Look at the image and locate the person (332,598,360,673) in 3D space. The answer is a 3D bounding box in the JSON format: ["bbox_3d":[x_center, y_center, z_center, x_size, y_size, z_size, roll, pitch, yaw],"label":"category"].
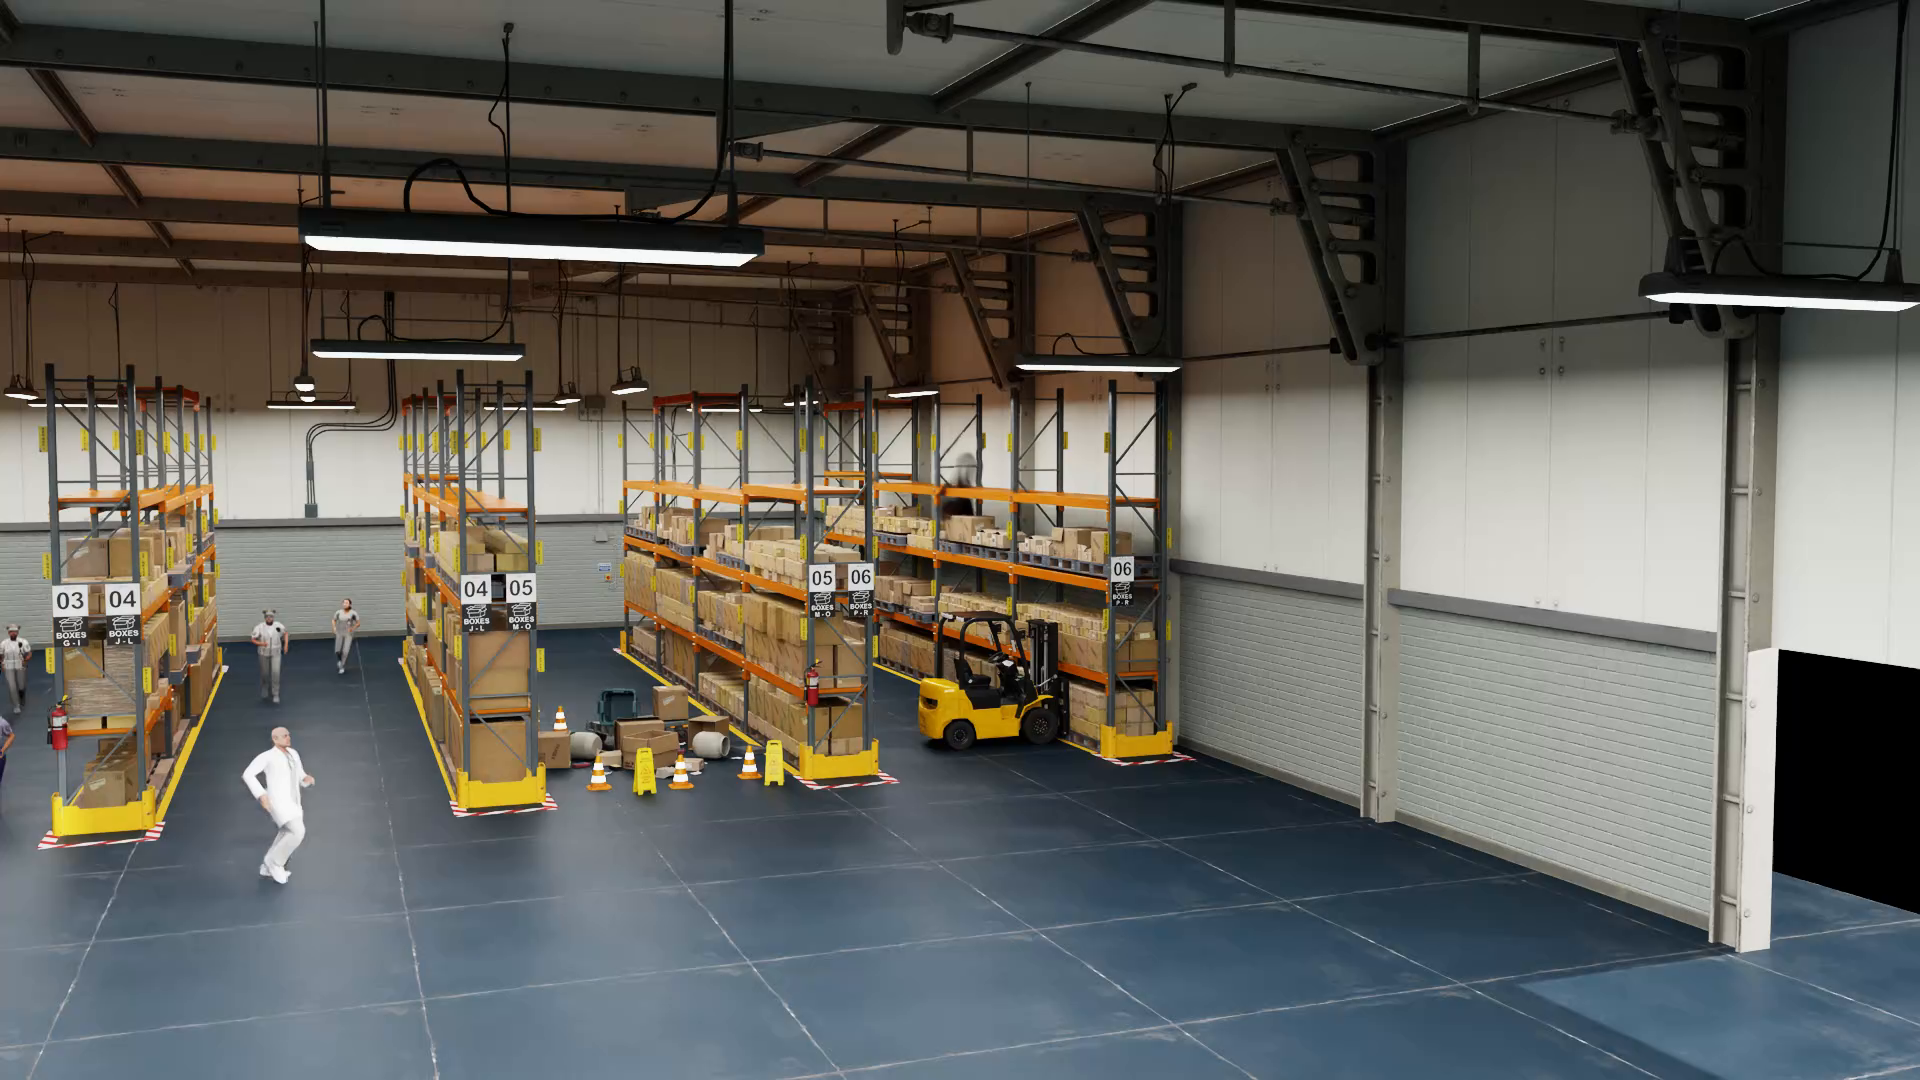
[{"bbox_3d":[-13.382,2.077,36.247,0.594,1.624,0.535,-1,3,-11],"label":"person"}]

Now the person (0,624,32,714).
[{"bbox_3d":[-17.529,2.372,30.833,0.562,1.655,0.581,-2,4,-28],"label":"person"}]

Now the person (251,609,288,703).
[{"bbox_3d":[-13.398,2.232,32.294,0.684,1.820,0.863,-2,4,-26],"label":"person"}]

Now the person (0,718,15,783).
[{"bbox_3d":[-12.905,2.929,22.100,0.615,1.599,0.587,-1,4,-23],"label":"person"}]

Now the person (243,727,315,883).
[{"bbox_3d":[-7.680,3.010,18.928,0.733,1.765,0.682,1,3,11],"label":"person"}]
